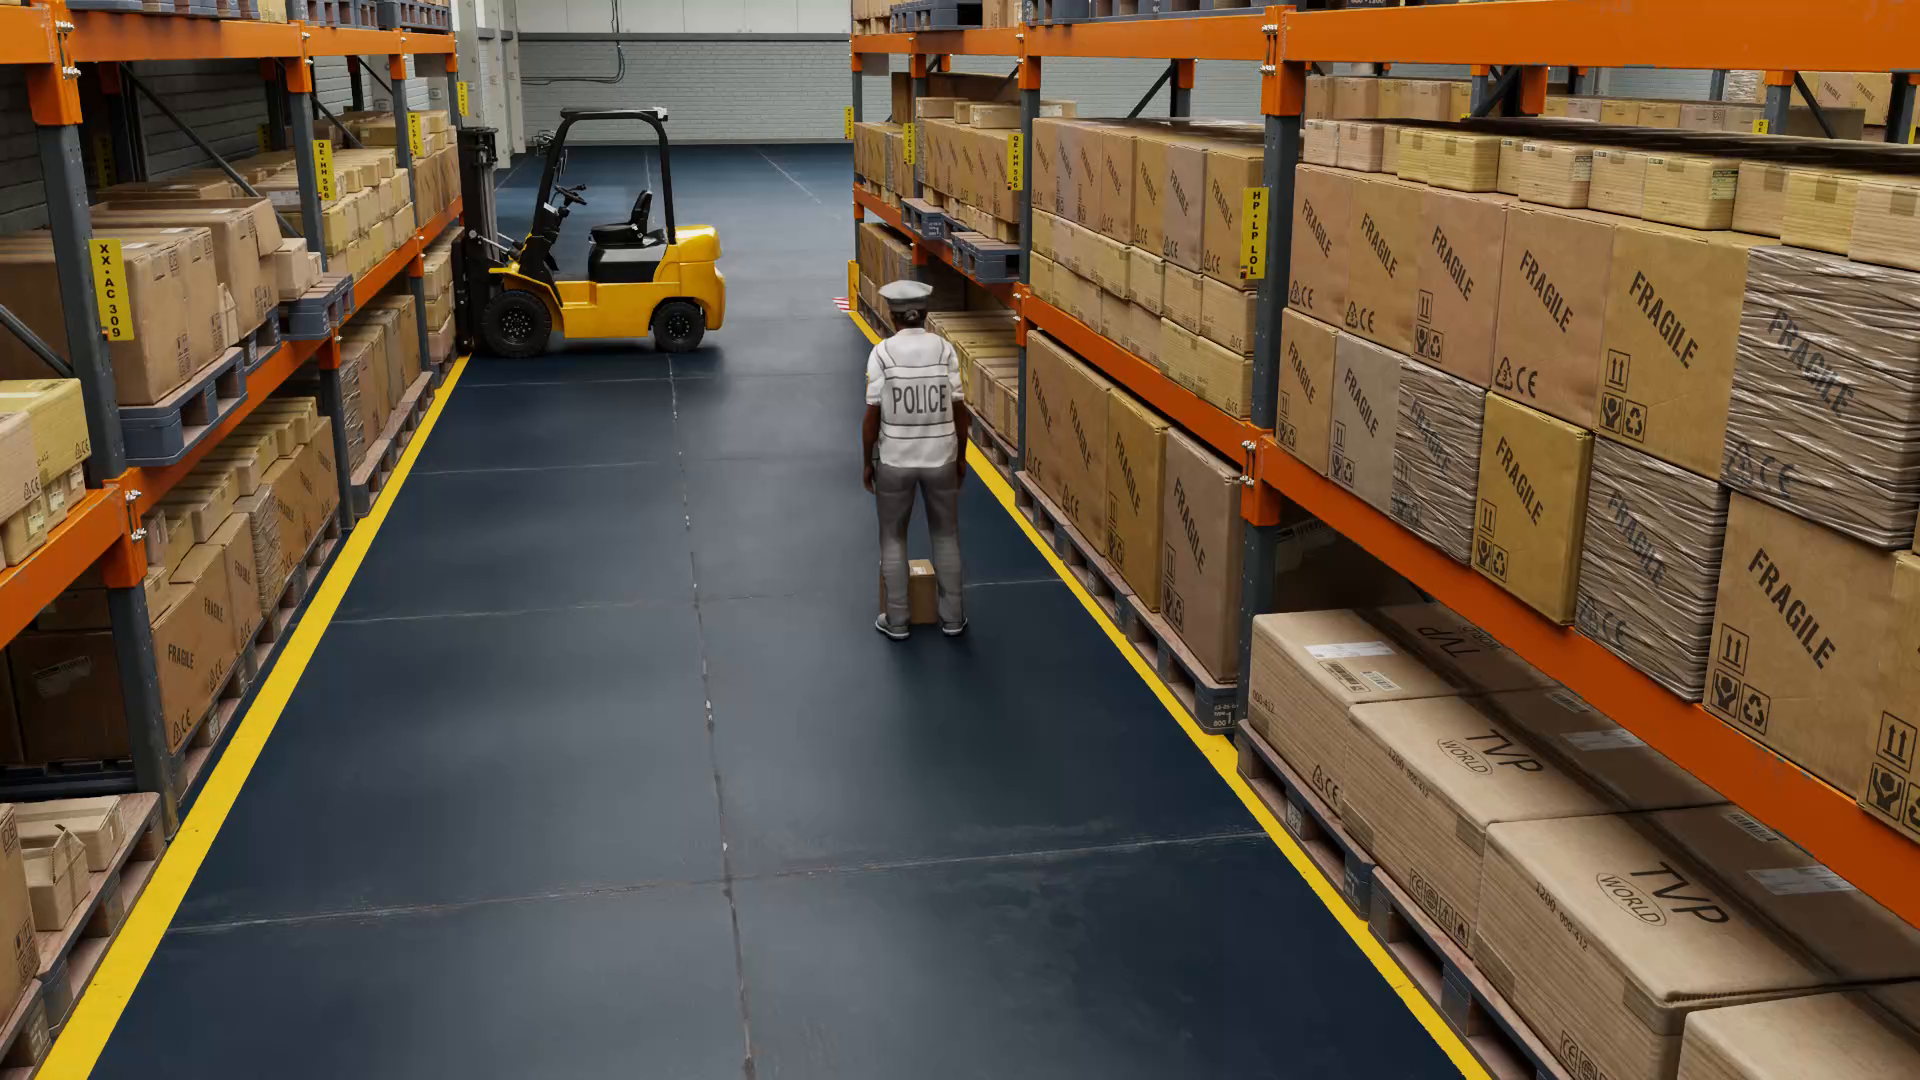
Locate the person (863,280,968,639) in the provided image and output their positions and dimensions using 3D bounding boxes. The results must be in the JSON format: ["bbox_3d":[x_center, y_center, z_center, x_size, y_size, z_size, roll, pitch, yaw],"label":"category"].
[{"bbox_3d":[-0.201,-0.356,7.743,0.512,1.657,0.399,-3,17,-11],"label":"person"}]
